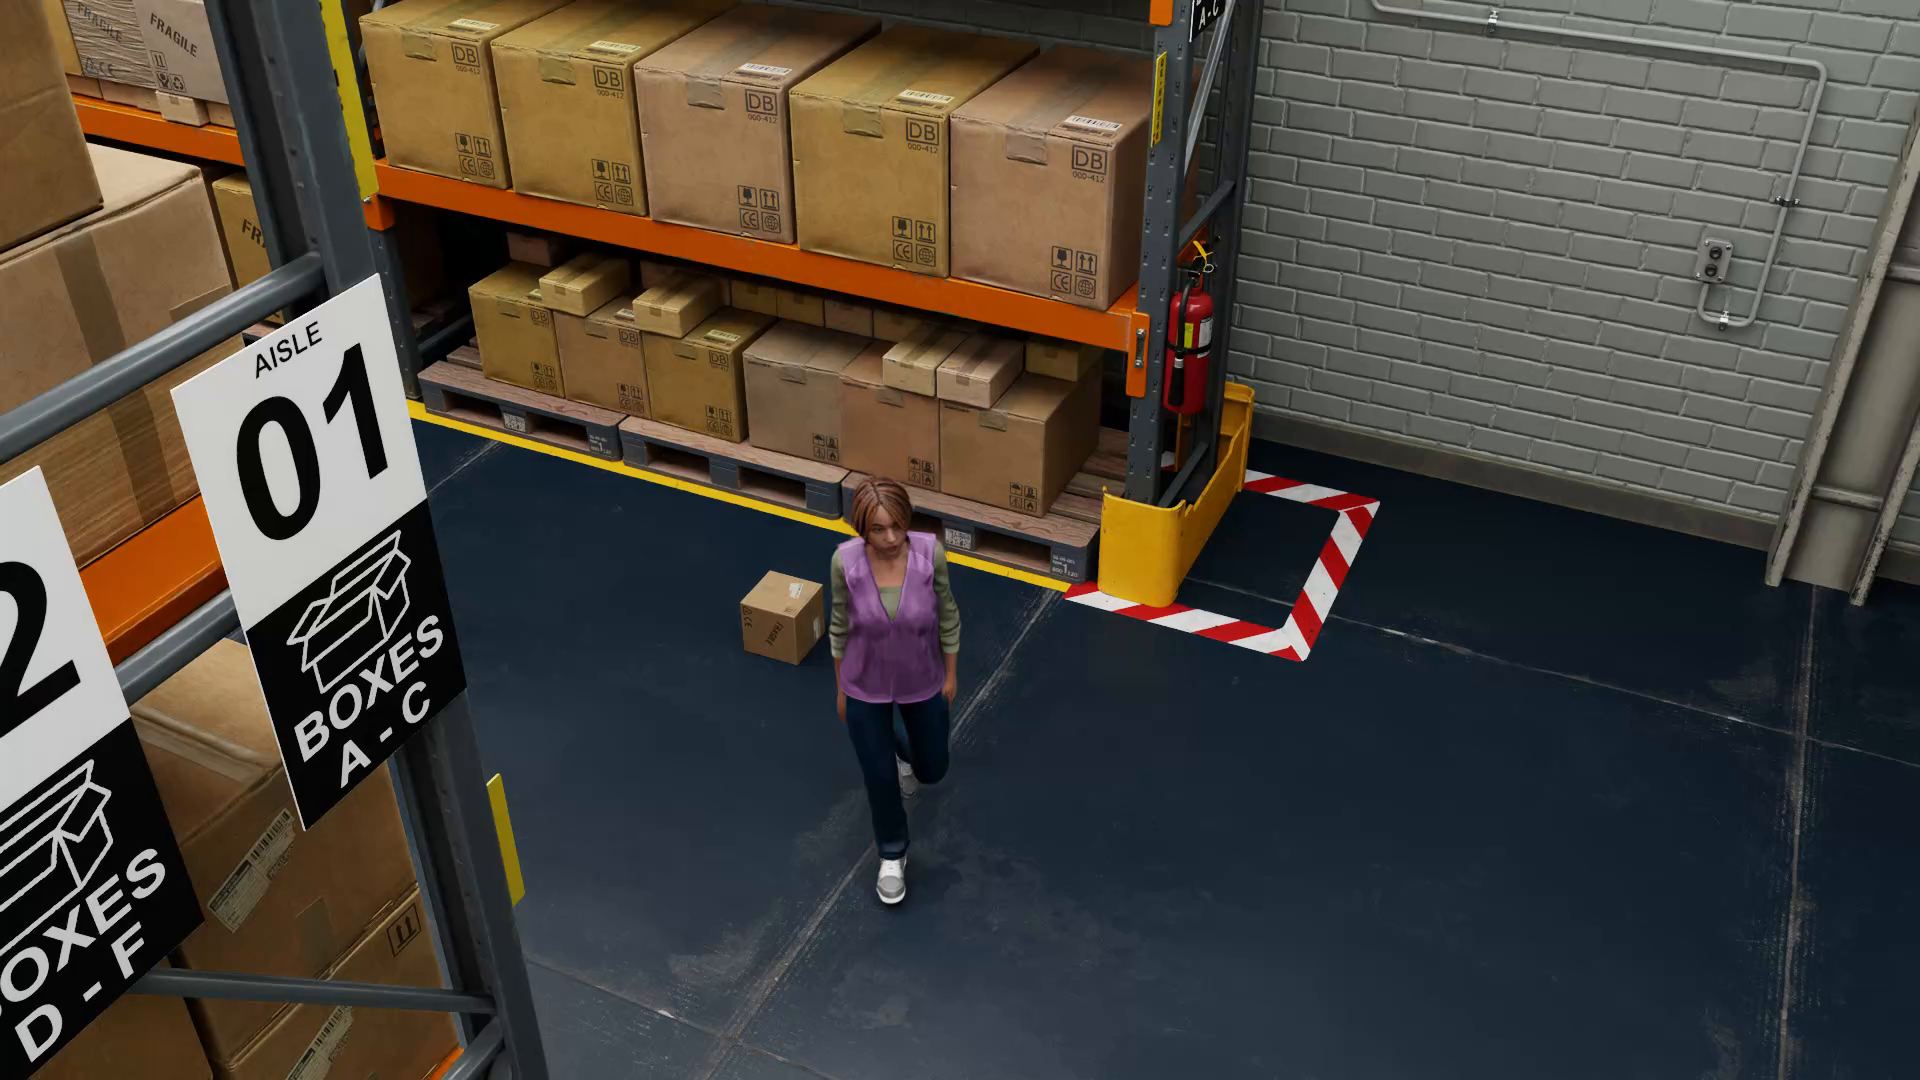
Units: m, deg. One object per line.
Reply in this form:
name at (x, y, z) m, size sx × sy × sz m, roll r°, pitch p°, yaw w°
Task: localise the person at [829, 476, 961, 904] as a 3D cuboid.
person at (-0.214, 0.426, 5.489) m, size 0.425 × 1.580 × 0.629 m, roll -4°, pitch 34°, yaw -6°
